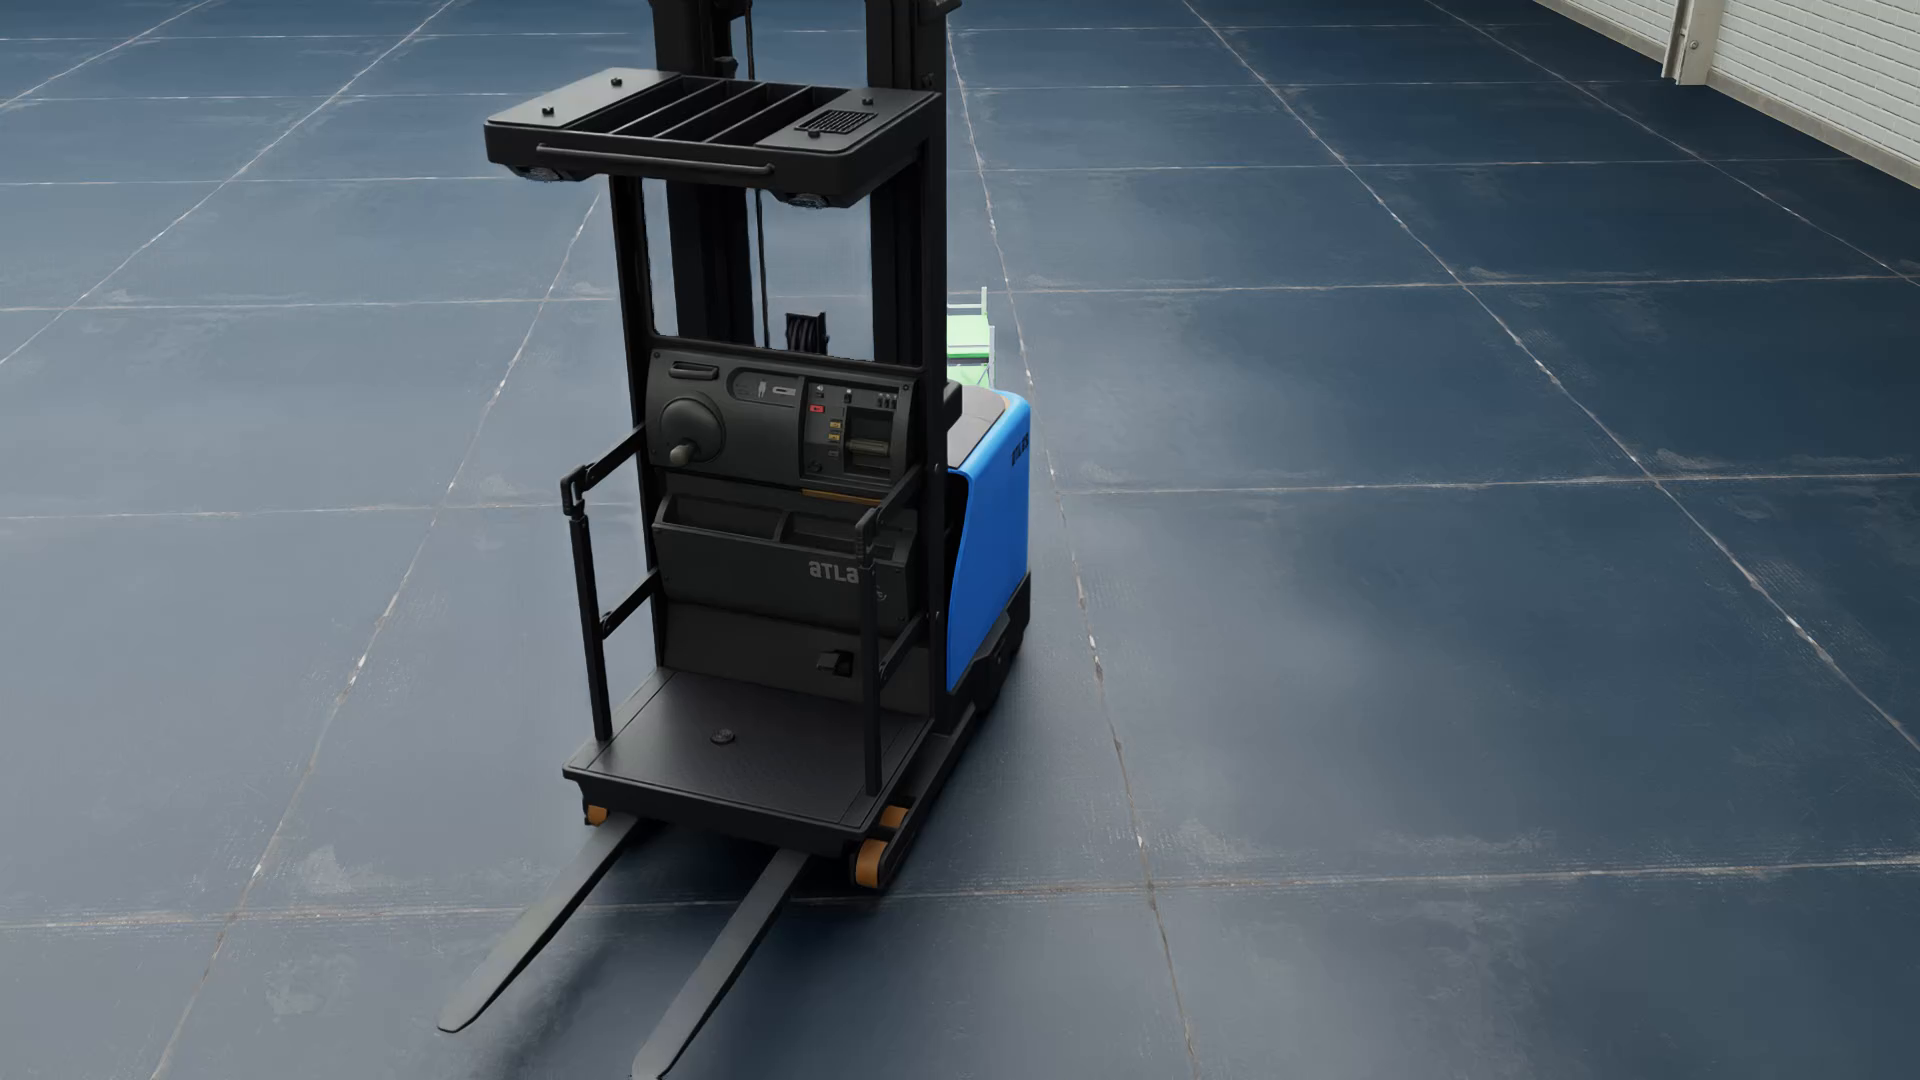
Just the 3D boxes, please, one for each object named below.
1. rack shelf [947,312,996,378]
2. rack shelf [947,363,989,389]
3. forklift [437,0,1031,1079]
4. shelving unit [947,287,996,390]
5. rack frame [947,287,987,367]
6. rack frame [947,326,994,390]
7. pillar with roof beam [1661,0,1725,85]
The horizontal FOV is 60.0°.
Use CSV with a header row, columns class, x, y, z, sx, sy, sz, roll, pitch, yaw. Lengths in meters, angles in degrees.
class,x,y,z,sx,sy,sz,roll,pitch,yaw
rack shelf,0.009,-0.824,7.134,0.258,0.148,0.480,-1,28,-3
rack shelf,0.009,-0.612,7.245,0.258,0.148,0.480,-1,28,-3
forklift,-0.663,-0.351,5.254,1.130,2.935,3.031,9,29,17
shelving unit,0.009,-0.456,7.326,0.258,1.200,0.503,-1,28,-3
rack frame,-0.004,-0.568,7.542,0.240,1.200,0.015,-1,28,-3
rack frame,0.021,-0.343,7.110,0.240,1.200,0.015,-1,28,-3
pillar with roof beam,2.885,-8.444,14.210,9.100,9.000,0.400,-1,28,-3
